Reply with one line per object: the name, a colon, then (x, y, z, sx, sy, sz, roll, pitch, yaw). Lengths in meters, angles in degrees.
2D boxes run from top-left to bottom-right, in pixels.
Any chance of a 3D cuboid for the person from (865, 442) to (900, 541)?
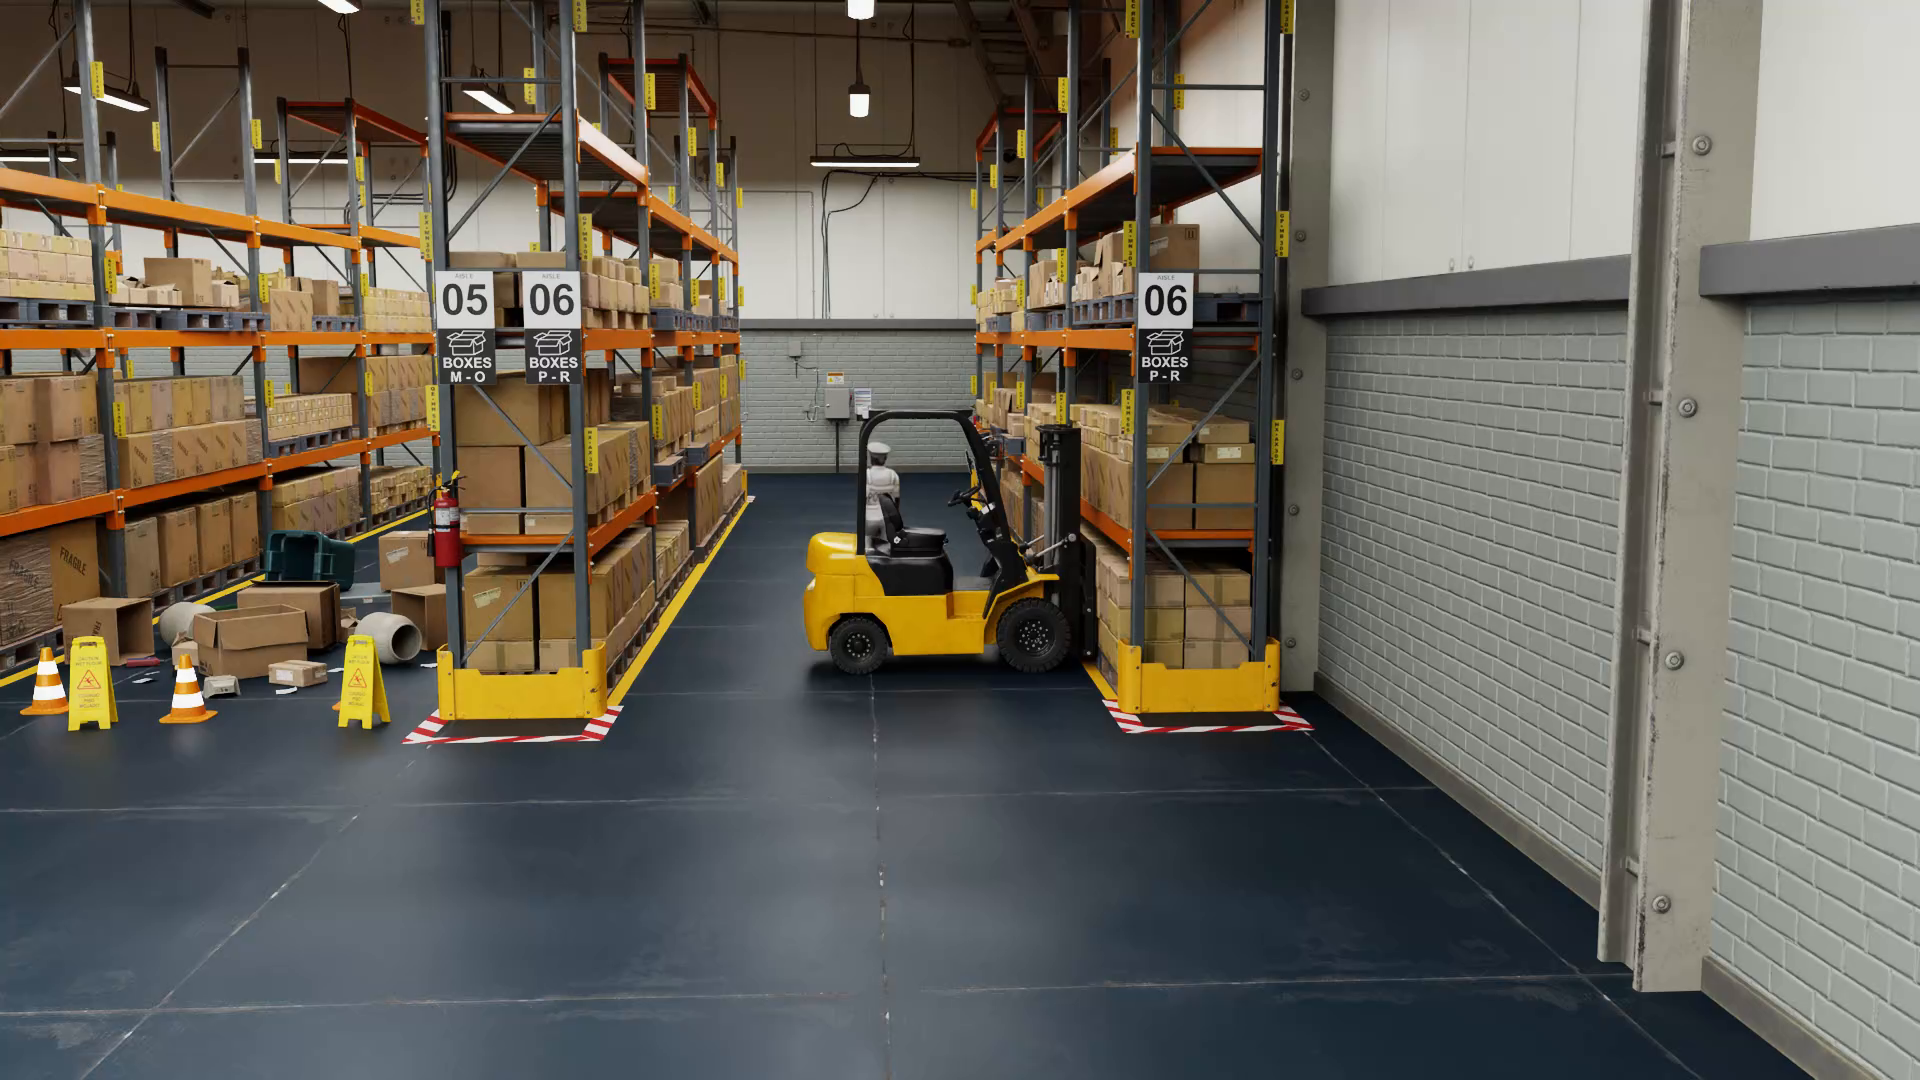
person: (-0.849, -0.194, 17.190, 0.453, 1.649, 0.887, -1, 7, -9)
